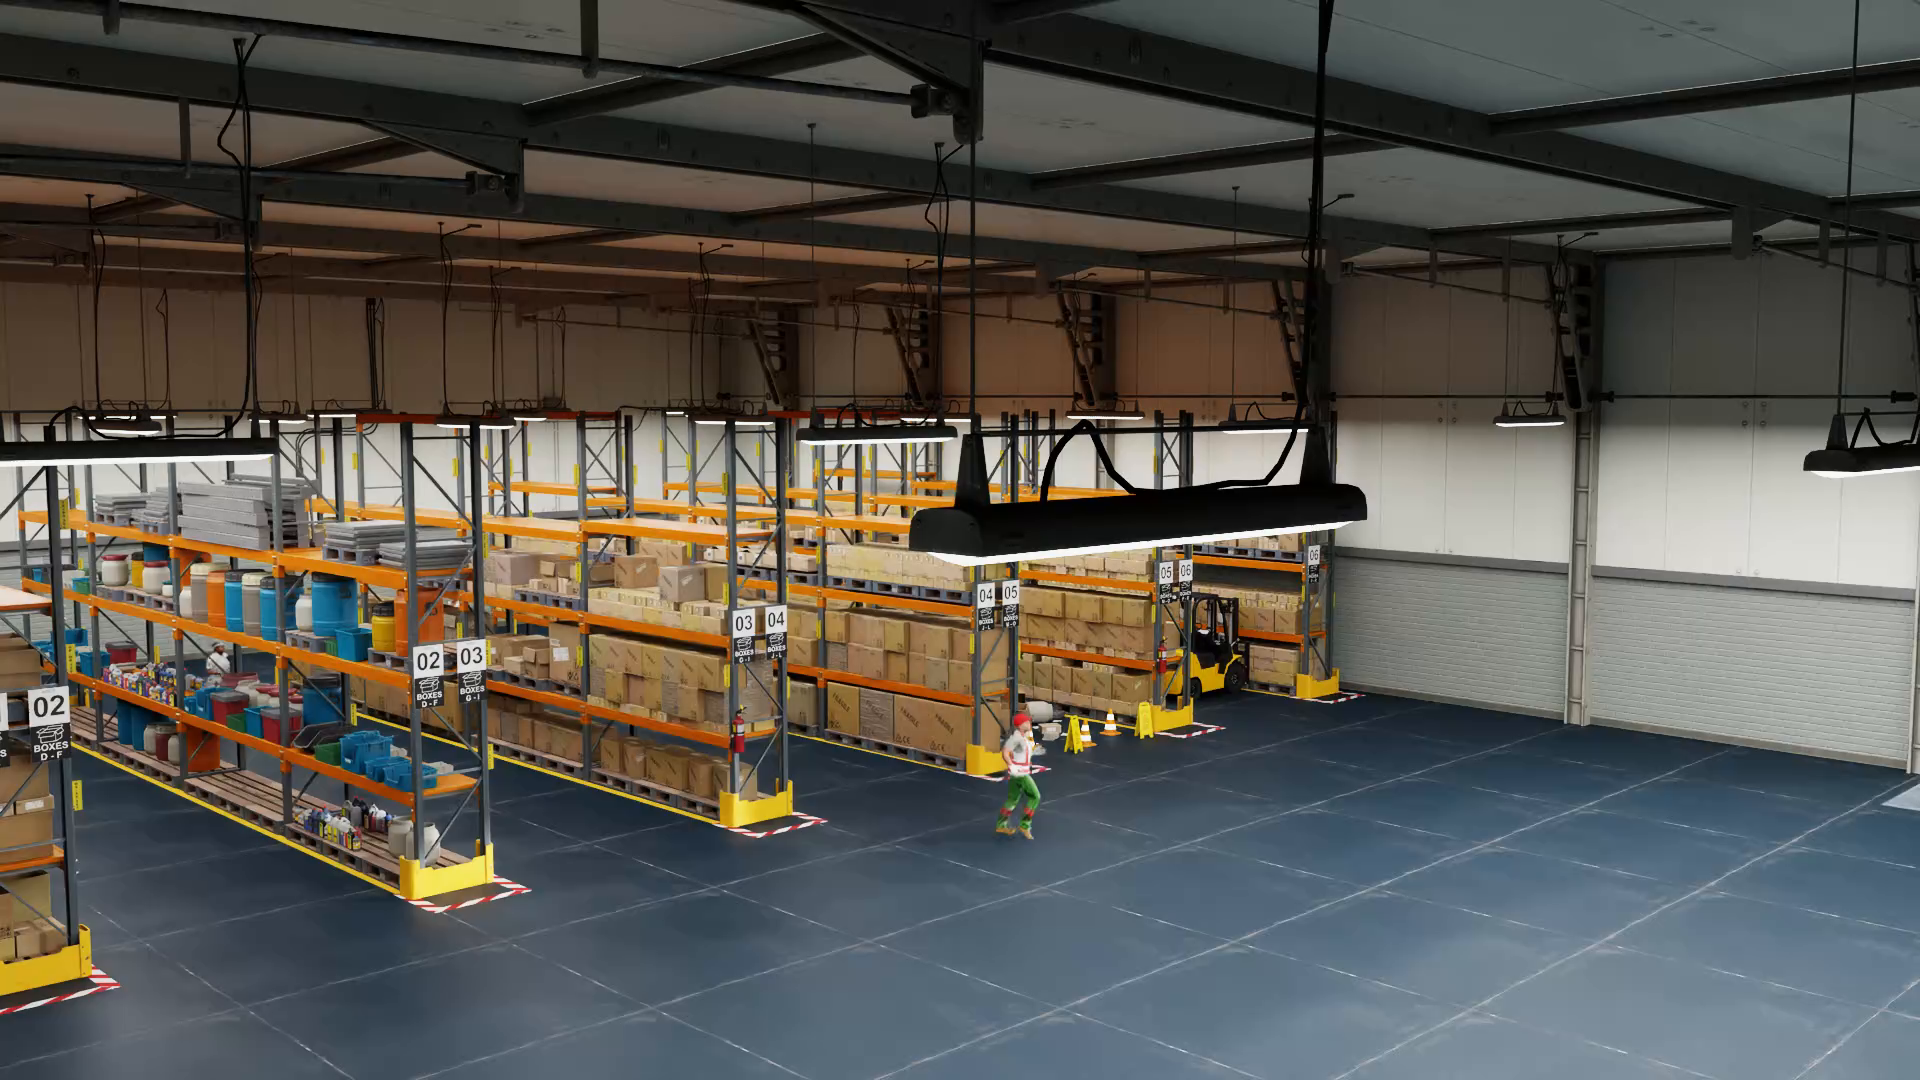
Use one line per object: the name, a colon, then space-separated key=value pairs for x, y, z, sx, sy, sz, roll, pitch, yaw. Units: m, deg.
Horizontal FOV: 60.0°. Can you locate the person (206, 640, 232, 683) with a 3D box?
person: x=-14.149 y=2.736 z=31.828 sx=0.652 sy=1.697 sz=0.552 roll=3 pitch=6 yaw=35

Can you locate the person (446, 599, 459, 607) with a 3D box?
person: x=-12.019 y=2.061 z=39.309 sx=0.722 sy=1.754 sz=0.703 roll=2 pitch=5 yaw=25

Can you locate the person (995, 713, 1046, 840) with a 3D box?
person: x=0.872 y=3.387 z=23.834 sx=0.749 sy=1.835 sz=0.616 roll=0 pitch=5 yaw=-3
